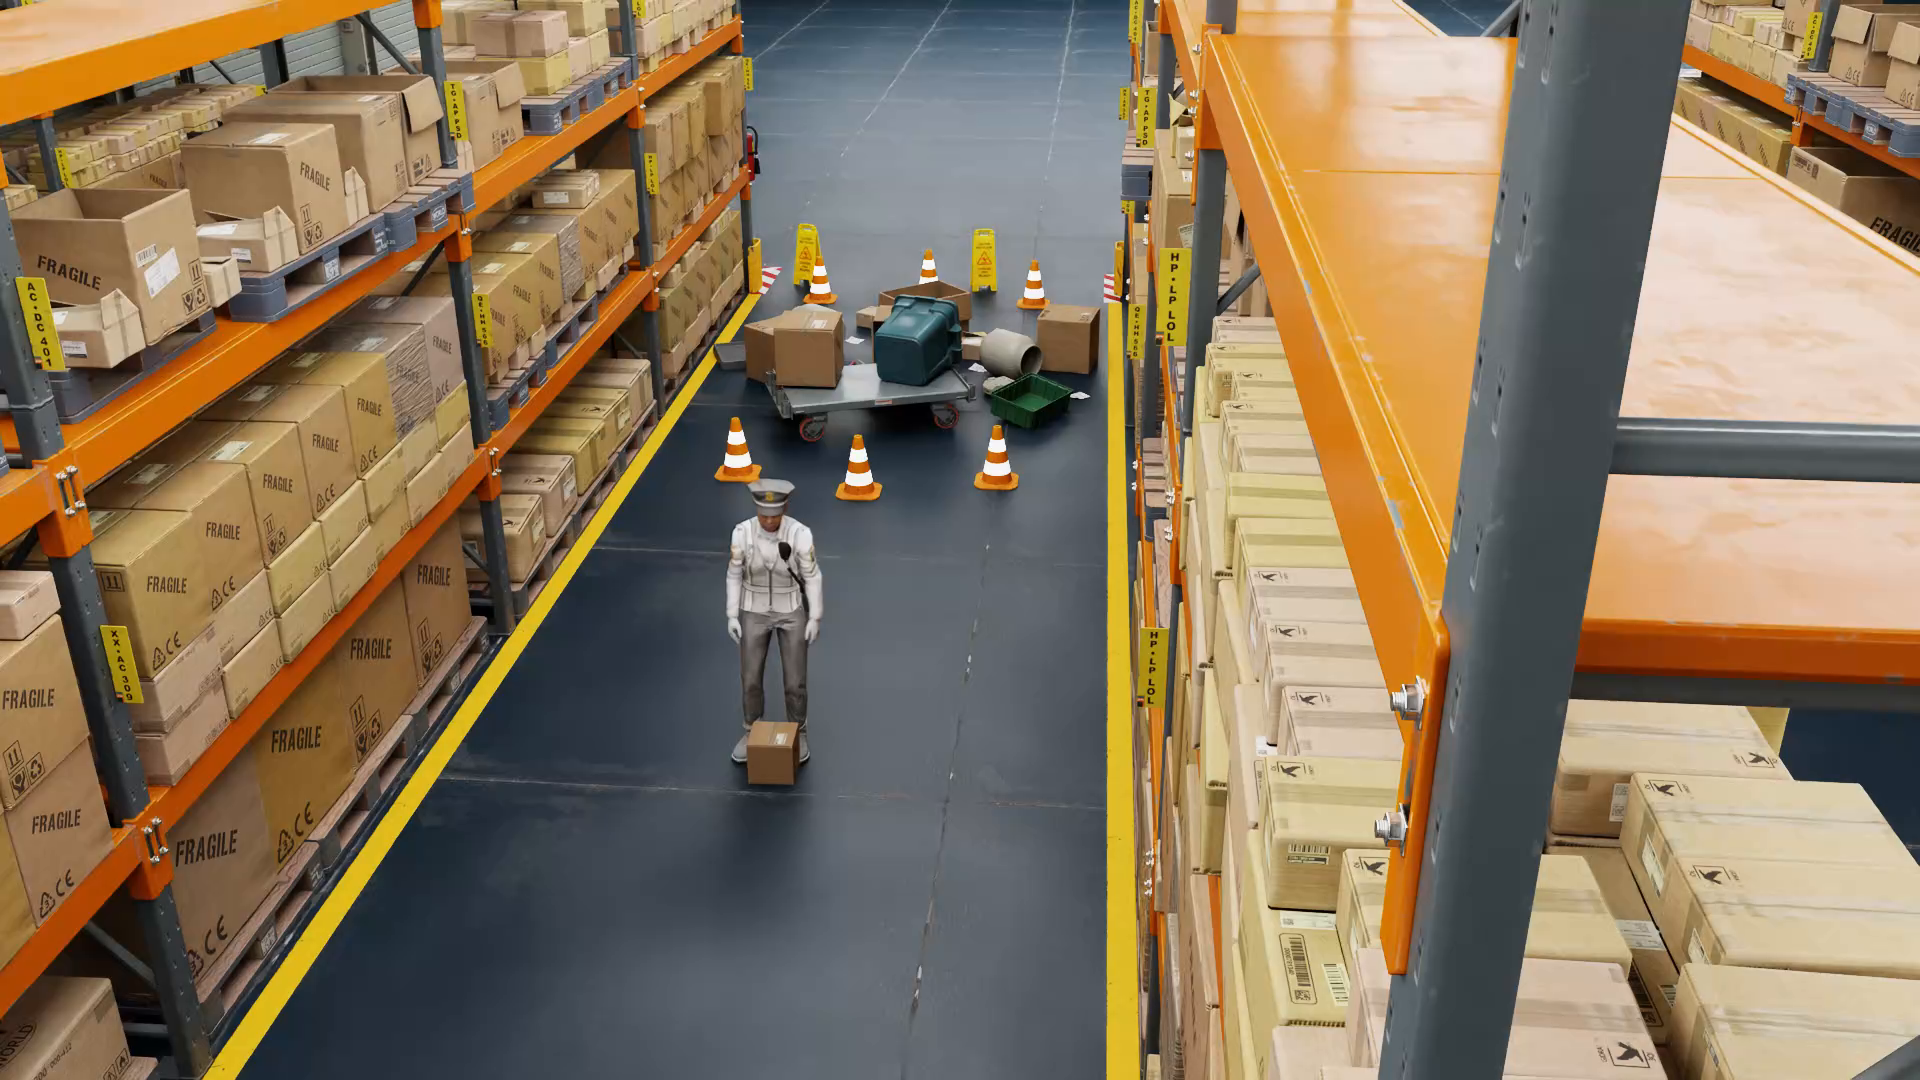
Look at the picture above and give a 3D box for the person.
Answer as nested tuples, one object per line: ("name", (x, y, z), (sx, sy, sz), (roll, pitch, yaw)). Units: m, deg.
("person", (-1.010, 0.428, 9.057), (0.531, 1.661, 0.375), (1, 25, 2))
